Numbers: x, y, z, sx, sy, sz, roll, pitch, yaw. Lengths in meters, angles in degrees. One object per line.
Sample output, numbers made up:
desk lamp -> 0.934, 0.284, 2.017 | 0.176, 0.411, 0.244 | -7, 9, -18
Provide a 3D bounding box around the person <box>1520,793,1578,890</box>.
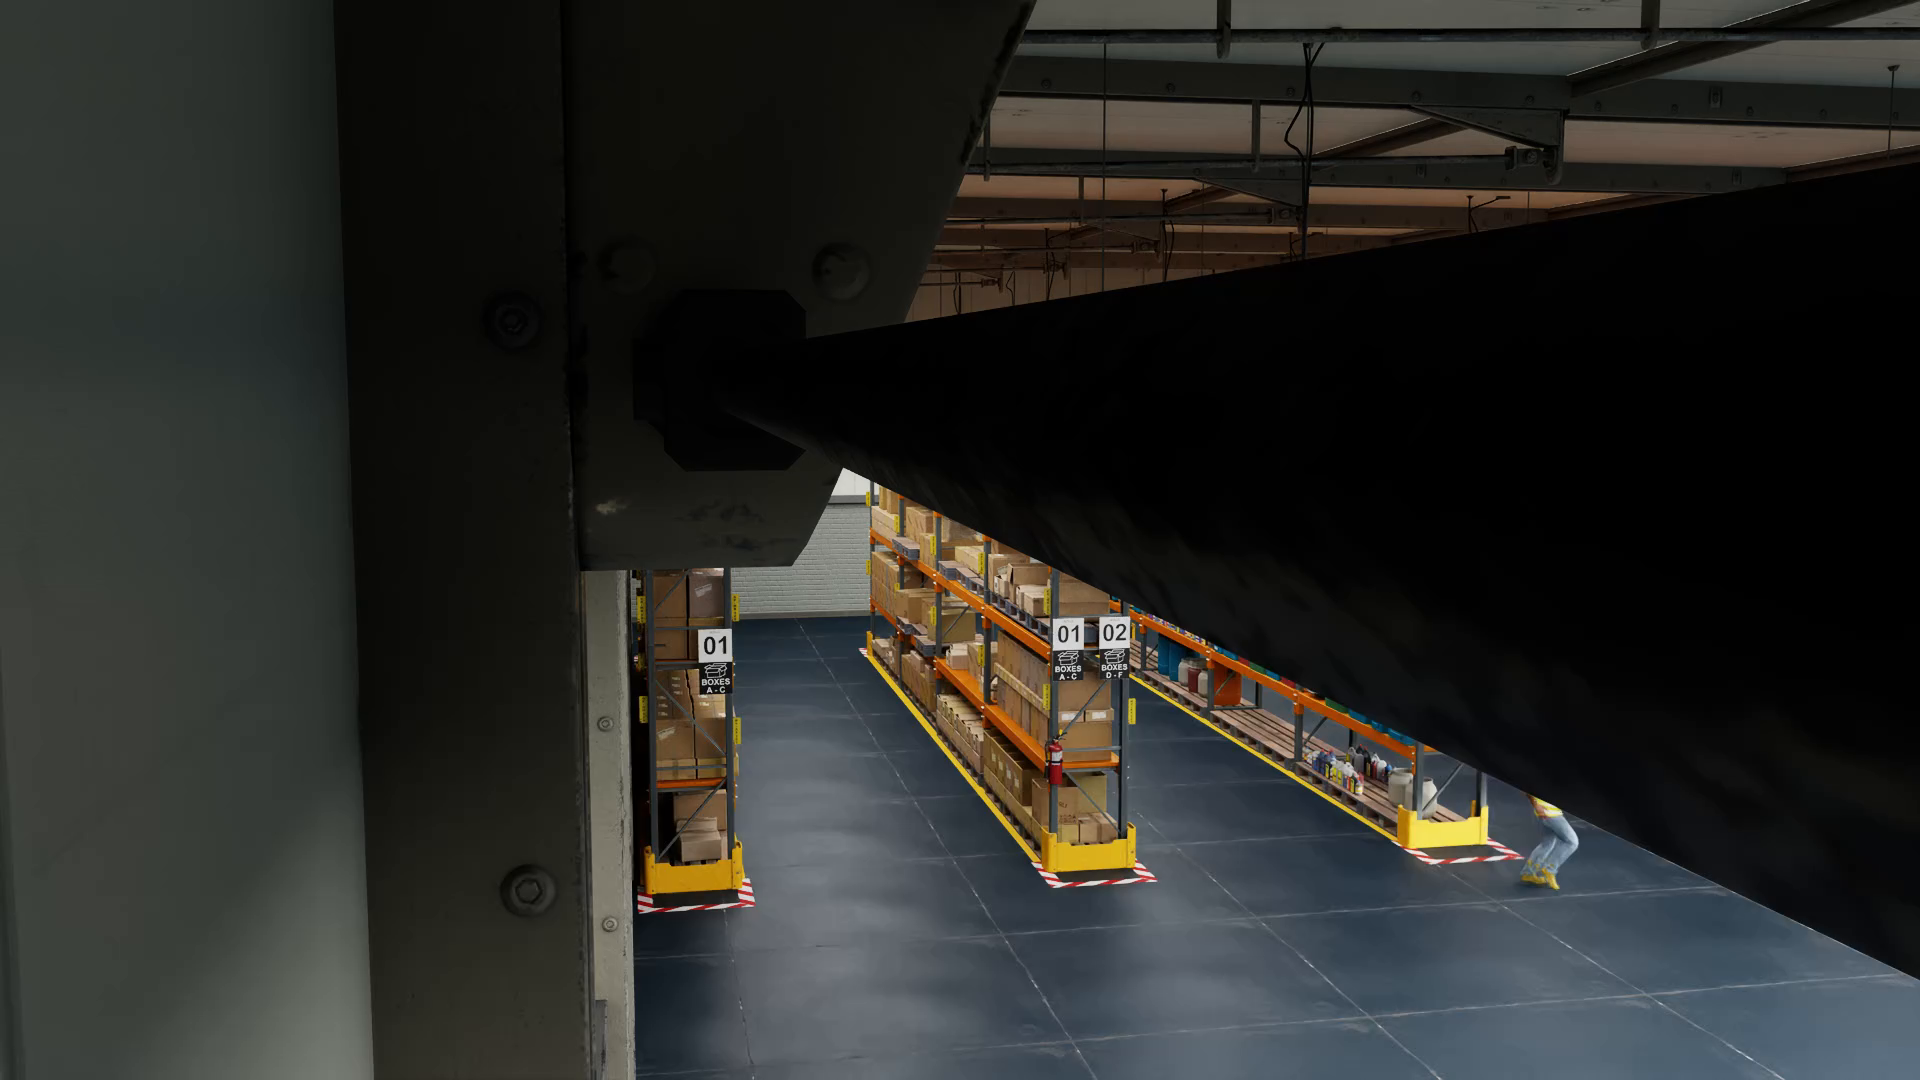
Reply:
person -> 7.194, 3.353, 20.265 | 0.648, 1.758, 0.691 | 2, 6, 16
